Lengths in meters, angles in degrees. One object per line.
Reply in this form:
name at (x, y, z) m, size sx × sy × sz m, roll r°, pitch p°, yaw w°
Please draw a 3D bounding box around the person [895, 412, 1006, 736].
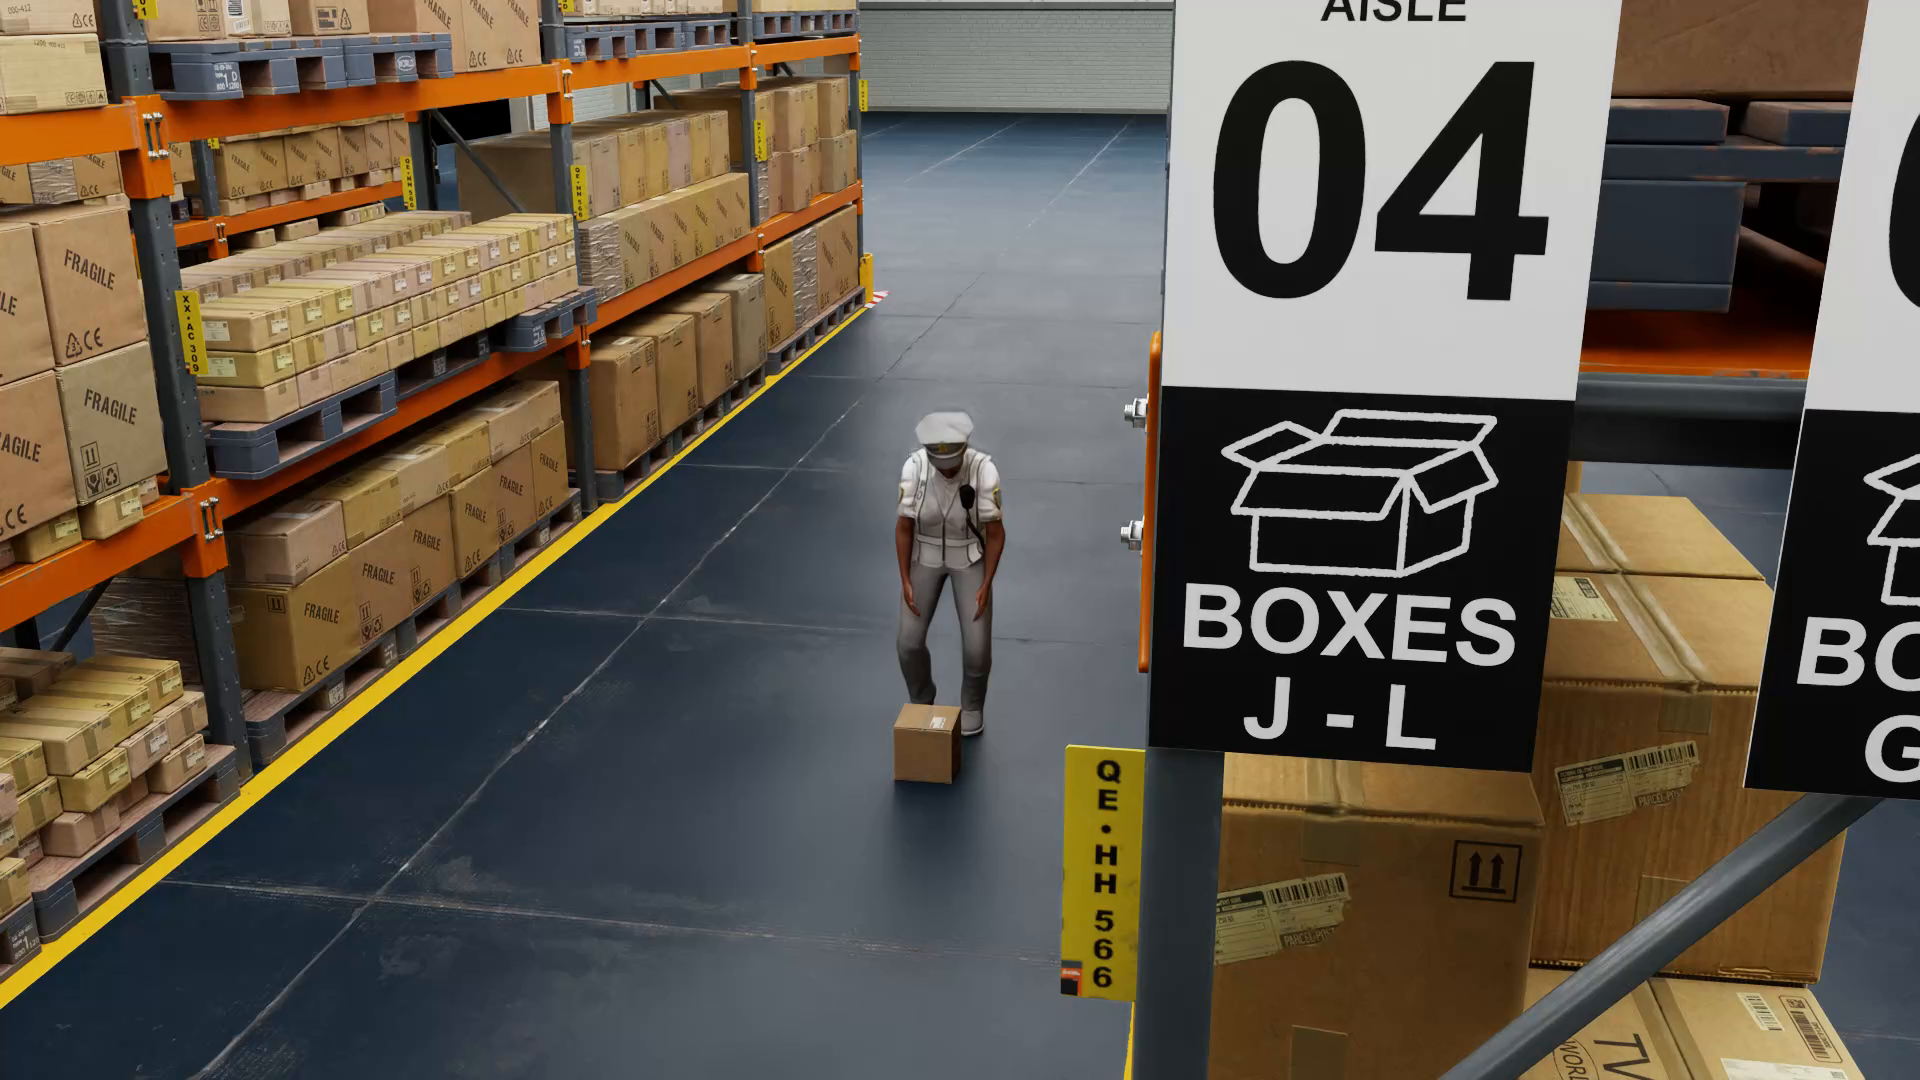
person at (-0.037, 0.147, 7.375) m, size 0.487 × 1.508 × 0.606 m, roll 3°, pitch 18°, yaw 9°
